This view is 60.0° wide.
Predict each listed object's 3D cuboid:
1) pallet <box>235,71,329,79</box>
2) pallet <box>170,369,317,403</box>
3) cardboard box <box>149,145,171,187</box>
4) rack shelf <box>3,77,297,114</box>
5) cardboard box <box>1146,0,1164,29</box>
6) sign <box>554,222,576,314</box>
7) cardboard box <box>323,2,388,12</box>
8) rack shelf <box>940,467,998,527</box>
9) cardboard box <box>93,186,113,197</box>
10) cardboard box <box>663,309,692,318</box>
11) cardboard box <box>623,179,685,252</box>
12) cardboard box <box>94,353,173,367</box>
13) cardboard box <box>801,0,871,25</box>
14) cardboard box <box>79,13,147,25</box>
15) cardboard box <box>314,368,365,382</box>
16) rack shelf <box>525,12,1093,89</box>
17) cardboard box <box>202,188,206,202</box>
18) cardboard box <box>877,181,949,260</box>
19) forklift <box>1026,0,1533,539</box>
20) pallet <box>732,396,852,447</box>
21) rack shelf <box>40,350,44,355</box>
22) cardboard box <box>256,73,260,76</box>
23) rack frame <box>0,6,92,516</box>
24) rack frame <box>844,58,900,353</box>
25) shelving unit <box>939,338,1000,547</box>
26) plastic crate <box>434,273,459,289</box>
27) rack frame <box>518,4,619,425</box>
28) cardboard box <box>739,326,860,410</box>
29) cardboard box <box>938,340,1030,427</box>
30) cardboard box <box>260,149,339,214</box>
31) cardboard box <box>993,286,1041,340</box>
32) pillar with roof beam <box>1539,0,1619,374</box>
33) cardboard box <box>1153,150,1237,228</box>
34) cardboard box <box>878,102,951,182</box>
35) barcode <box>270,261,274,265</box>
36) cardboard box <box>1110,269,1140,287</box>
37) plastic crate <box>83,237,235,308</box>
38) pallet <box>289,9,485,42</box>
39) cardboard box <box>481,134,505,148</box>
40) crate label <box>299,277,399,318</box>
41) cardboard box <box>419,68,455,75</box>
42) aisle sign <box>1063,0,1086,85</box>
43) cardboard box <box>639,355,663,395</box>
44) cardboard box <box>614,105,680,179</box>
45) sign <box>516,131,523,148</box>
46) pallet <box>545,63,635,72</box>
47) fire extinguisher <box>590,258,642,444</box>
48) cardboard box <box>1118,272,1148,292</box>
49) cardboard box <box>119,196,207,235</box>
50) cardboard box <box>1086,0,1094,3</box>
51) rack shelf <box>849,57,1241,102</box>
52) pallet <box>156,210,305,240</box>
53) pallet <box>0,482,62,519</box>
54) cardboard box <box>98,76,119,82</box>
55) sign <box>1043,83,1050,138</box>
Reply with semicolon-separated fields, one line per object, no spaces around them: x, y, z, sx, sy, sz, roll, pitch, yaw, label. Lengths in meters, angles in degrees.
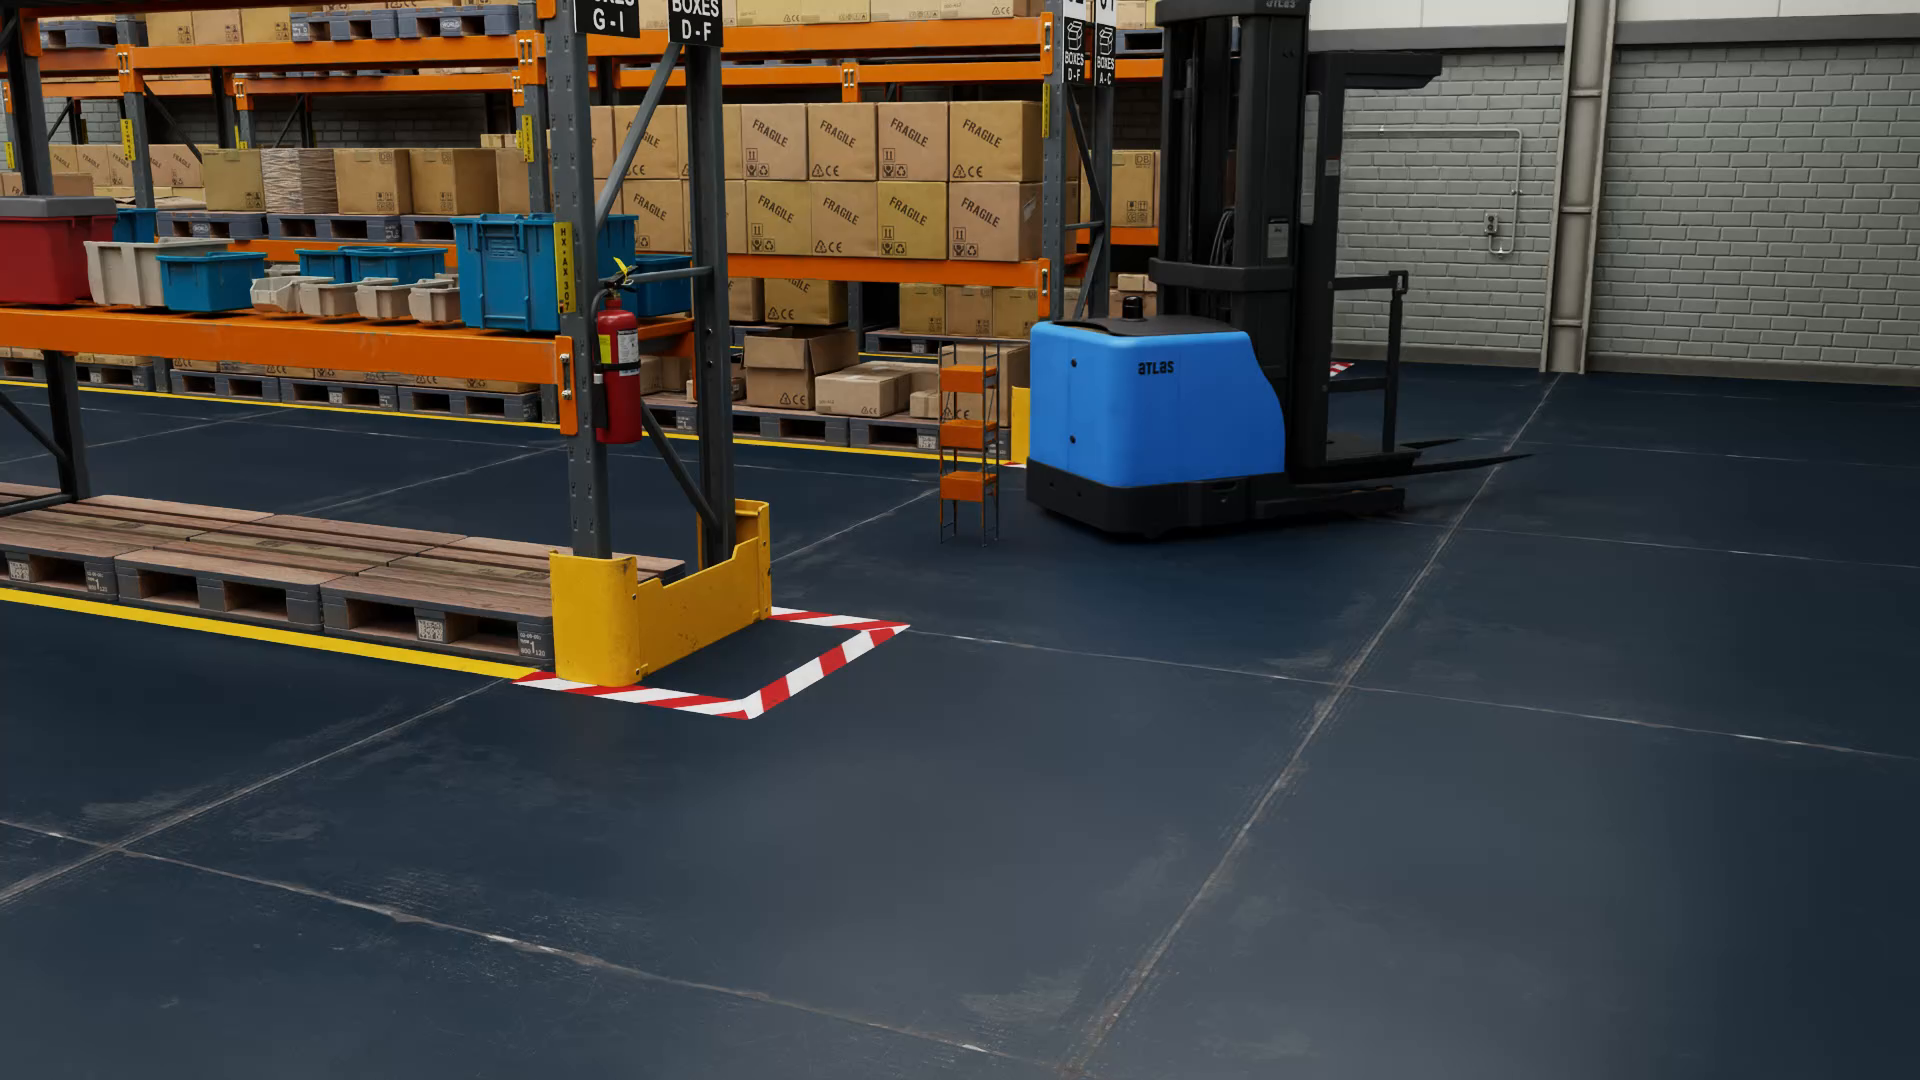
-7.669;-5.498;19.466;1.003;0.211;1.213;6;14;23;pallet
-5.869;-1.369;14.128;1.213;0.211;1.003;6;14;23;pallet
-9.662;-4.584;20.366;0.500;0.500;0.500;5;14;22;cardboard box
-10.019;-5.504;20.654;4.000;0.370;1.077;6;14;23;rack shelf
2.004;-4.751;15.061;0.500;0.250;0.500;6;15;25;cardboard box
-1.439;-0.992;6.061;0.005;0.325;0.100;6;14;23;sign
-4.530;-4.381;12.934;0.600;0.600;0.600;5;14;21;cardboard box
0.049;-0.225;8.680;0.240;0.259;0.215;6;14;23;rack shelf
-10.586;-4.311;20.844;0.500;0.250;0.500;6;14;22;cardboard box
-3.115;-2.819;17.988;0.750;0.750;0.750;6;14;23;cardboard box
-2.054;-2.332;11.906;0.500;0.500;0.500;6;15;24;cardboard box
-7.116;-1.667;14.394;0.500;0.250;0.500;6;15;25;cardboard box
-0.713;-3.535;11.018;0.500;0.250;0.500;6;14;23;cardboard box
-6.974;-4.426;13.893;0.500;0.250;0.500;5;14;19;cardboard box
-4.819;-1.557;13.334;0.500;0.500;0.500;5;14;21;cardboard box
-1.050;-3.359;11.511;4.000;0.370;1.077;6;14;23;rack shelf
-8.746;-4.126;20.057;0.500;0.250;0.500;6;14;23;cardboard box
-0.217;-2.144;11.107;0.500;0.500;0.500;6;14;24;cardboard box
1.930;-1.642;9.336;3.031;2.935;1.130;-6;15;-25;forklift
-1.132;-0.900;12.127;1.213;0.211;1.003;6;14;23;pallet
-6.717;-1.234;9.023;4.000;0.370;1.077;6;14;23;rack shelf
-8.536;-5.826;20.187;0.500;0.500;0.500;6;15;25;cardboard box
-4.889;-1.399;8.153;0.127;3.000;1.000;6;14;23;rack frame
-0.876;-3.469;16.971;0.127;3.000;1.000;6;14;23;rack frame
0.049;-0.506;8.614;0.252;1.050;0.215;6;14;23;shelving unit
-2.204;-1.131;7.457;0.298;0.136;0.250;6;14;23;plastic crate
-2.879;-2.434;12.560;0.127;3.000;1.000;6;14;23;rack frame
-1.159;-1.260;12.059;0.637;0.503;0.797;6;14;23;cardboard box
0.182;-1.060;11.213;0.500;0.500;0.500;6;14;23;cardboard box
-5.156;-2.898;13.399;0.500;0.500;0.700;9;16;34;cardboard box
0.693;-2.270;16.417;0.500;0.500;0.700;6;15;25;cardboard box
3.857;-5.051;10.582;0.400;9.000;9.100;6;14;23;pillar with roof beam
2.311;-3.290;15.552;0.700;0.700;0.980;7;15;26;cardboard box
-0.202;-2.629;10.986;0.500;0.500;0.500;6;15;25;cardboard box
-8.587;-3.462;20.751;0.075;0.075;0.001;6;14;23;barcode
1.604;-2.546;16.171;0.250;0.149;0.380;6;14;24;cardboard box
-3.567;-1.191;7.393;0.530;0.282;0.437;6;14;23;plastic crate
-4.396;-3.973;12.965;1.003;0.211;1.213;6;14;23;pallet
-5.161;-4.470;18.636;0.250;0.149;0.380;3;14;14;cardboard box
-2.574;-1.018;6.974;0.243;0.136;0.396;6;14;23;crate label
-5.681;-5.498;18.785;0.637;0.503;0.797;8;15;31;cardboard box
0.717;-3.259;10.386;0.004;0.787;0.394;6;14;23;aisle sign
-2.583;-1.255;12.459;0.500;0.311;0.500;6;14;23;cardboard box
-2.090;-2.819;11.795;0.500;0.500;0.500;5;14;21;cardboard box
-4.744;-4.250;17.938;0.005;0.325;0.100;6;14;23;sign
-3.923;-5.159;18.021;1.003;0.211;1.213;7;15;26;pallet
-1.277;-0.701;6.163;0.183;0.674;0.296;6;14;23;fire extinguisher
1.676;-2.443;15.733;0.250;0.149;0.380;6;15;25;cardboard box
-6.851;-2.803;14.330;0.500;0.311;0.500;7;15;27;cardboard box
1.068;-5.210;15.374;0.500;0.500;0.500;5;14;21;cardboard box
0.953;-4.394;15.922;4.000;0.370;1.077;6;14;23;rack shelf
-5.888;-2.662;13.955;1.003;0.211;1.213;6;14;23;pallet
-5.577;-0.122;8.812;1.213;0.211;1.003;6;14;23;pallet
-10.191;-5.865;20.355;0.500;0.500;0.500;7;15;27;cardboard box
0.535;-2.667;10.328;0.005;0.325;0.100;6;14;23;sign
